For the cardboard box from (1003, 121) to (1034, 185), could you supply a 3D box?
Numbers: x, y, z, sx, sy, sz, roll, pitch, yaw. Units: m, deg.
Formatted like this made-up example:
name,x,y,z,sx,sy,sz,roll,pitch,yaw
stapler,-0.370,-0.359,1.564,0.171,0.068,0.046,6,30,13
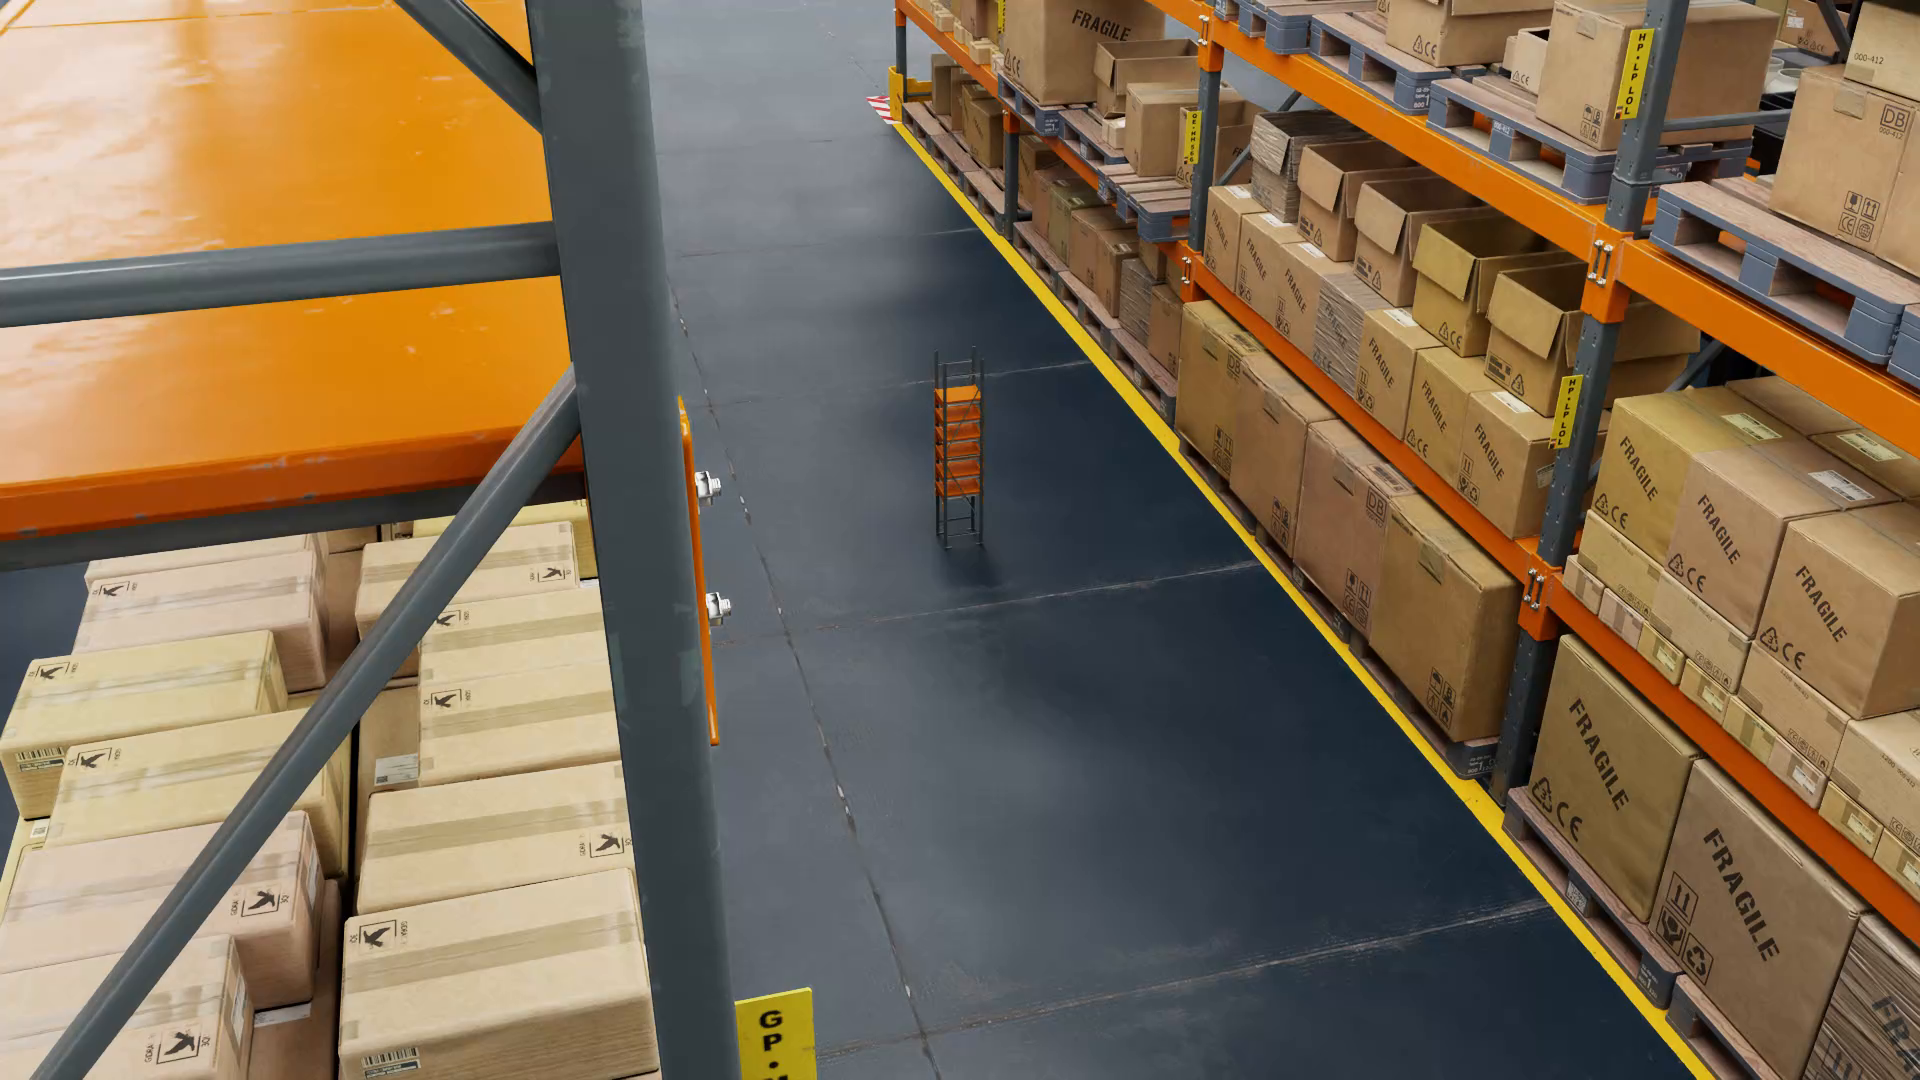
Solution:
name,x,y,z,sx,sy,sz,roll,pitch,yaw
cardboard box,0.655,-3.570,15.231,0.500,0.500,0.500,2,30,3

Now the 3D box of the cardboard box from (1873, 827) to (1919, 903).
name,x,y,z,sx,sy,sz,roll,pitch,yaw
cardboard box,3.249,1.042,5.438,0.380,0.149,0.250,-7,31,-12

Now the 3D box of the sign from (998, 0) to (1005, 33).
name,x,y,z,sx,sy,sz,roll,pitch,yaw
sign,0.361,-4.295,13.543,0.100,0.325,0.005,-8,31,-13

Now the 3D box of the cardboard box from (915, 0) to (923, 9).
name,x,y,z,sx,sy,sz,roll,pitch,yaw
cardboard box,-0.234,-5.404,16.574,0.380,0.149,0.250,-8,31,-13

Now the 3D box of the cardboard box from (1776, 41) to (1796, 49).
name,x,y,z,sx,sy,sz,roll,pitch,yaw
cardboard box,9.568,-5.464,18.752,0.500,0.250,0.500,-8,31,-13

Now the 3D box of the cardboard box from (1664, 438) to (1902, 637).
name,x,y,z,sx,sy,sz,roll,pitch,yaw
cardboard box,3.009,-0.017,6.120,0.500,0.500,0.500,-8,31,-13

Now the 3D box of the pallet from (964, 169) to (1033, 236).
name,x,y,z,sx,sy,sz,roll,pitch,yaw
pallet,0.669,-3.109,15.142,1.003,0.211,1.213,-8,31,-13

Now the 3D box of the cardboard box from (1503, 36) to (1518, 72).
name,x,y,z,sx,sy,sz,roll,pitch,yaw
cardboard box,2.755,-2.243,7.699,0.380,0.149,0.250,-9,31,-15

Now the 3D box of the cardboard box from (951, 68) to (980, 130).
name,x,y,z,sx,sy,sz,roll,pitch,yaw
cardboard box,0.161,-4.440,16.734,0.500,0.500,0.500,0,30,0

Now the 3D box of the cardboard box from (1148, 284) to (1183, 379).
name,x,y,z,sx,sy,sz,roll,pitch,yaw
cardboard box,1.746,-1.494,11.624,0.700,0.500,0.500,-9,31,-16

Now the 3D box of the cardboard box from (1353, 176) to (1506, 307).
name,x,y,z,sx,sy,sz,roll,pitch,yaw
cardboard box,2.477,-1.548,8.560,0.797,0.503,0.637,-7,31,-12

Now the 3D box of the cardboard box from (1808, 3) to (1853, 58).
name,x,y,z,sx,sy,sz,roll,pitch,yaw
cardboard box,9.696,-5.546,18.146,0.500,0.500,0.500,-8,31,-13

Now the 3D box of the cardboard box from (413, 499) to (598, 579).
name,x,y,z,sx,sy,sz,roll,pitch,yaw
cardboard box,-0.873,-0.033,3.302,0.380,0.149,0.250,-7,31,-12

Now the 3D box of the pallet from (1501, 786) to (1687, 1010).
name,x,y,z,sx,sy,sz,roll,pitch,yaw
pallet,3.132,1.452,7.261,1.003,0.211,1.213,-8,31,-13

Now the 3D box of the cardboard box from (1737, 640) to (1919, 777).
name,x,y,z,sx,sy,sz,roll,pitch,yaw
cardboard box,3.147,0.556,5.879,0.500,0.250,0.500,-7,31,-12

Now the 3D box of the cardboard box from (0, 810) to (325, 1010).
name,x,y,z,sx,sy,sz,roll,pitch,yaw
cardboard box,-1.105,0.537,2.317,0.380,0.149,0.250,-7,31,-13

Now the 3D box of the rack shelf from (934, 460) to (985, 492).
name,x,y,z,sx,sy,sz,roll,pitch,yaw
rack shelf,-0.004,-0.384,9.775,0.258,0.103,0.180,-8,31,-13

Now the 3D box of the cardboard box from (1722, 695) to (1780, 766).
name,x,y,z,sx,sy,sz,roll,pitch,yaw
cardboard box,3.043,0.668,6.084,0.380,0.149,0.250,-8,31,-14

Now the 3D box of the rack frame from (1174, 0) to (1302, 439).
name,x,y,z,sx,sy,sz,roll,pitch,yaw
rack frame,1.943,-2.064,10.553,1.000,3.000,0.127,-8,31,-13

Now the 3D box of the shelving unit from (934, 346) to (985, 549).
name,x,y,z,sx,sy,sz,roll,pitch,yaw
shelving unit,-0.004,-0.526,9.693,0.258,1.200,0.189,-8,31,-13

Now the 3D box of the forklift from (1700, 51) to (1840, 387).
name,x,y,z,sx,sy,sz,roll,pitch,yaw
forklift,4.679,-1.408,9.488,1.130,2.935,3.031,-8,31,-14

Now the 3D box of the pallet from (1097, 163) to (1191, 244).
name,x,y,z,sx,sy,sz,roll,pitch,yaw
pallet,1.652,-2.311,11.171,1.213,0.211,1.003,-8,31,-13

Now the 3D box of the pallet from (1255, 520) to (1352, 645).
name,x,y,z,sx,sy,sz,roll,pitch,yaw
pallet,2.400,0.122,9.560,1.003,0.211,1.213,-8,31,-13

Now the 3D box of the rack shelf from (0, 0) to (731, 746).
name,x,y,z,sx,sy,sz,roll,pitch,yaw
rack shelf,-1.273,-0.839,3.170,1.077,0.370,4.000,-8,31,-13

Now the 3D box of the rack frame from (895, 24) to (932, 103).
name,x,y,z,sx,sy,sz,roll,pitch,yaw
rack frame,-0.180,-5.928,17.229,1.000,3.000,0.127,-8,31,-13

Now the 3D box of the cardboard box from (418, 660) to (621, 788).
name,x,y,z,sx,sy,sz,roll,pitch,yaw
cardboard box,-0.660,0.335,2.666,0.380,0.149,0.250,-8,31,-13

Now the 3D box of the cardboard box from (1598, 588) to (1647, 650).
name,x,y,z,sx,sy,sz,roll,pitch,yaw
cardboard box,2.833,0.290,6.736,0.380,0.149,0.250,-9,31,-15

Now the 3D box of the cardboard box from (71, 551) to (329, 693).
name,x,y,z,sx,sy,sz,roll,pitch,yaw
cardboard box,-1.337,0.167,2.957,0.380,0.149,0.250,-9,31,-14

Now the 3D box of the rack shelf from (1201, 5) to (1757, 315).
name,x,y,z,sx,sy,sz,roll,pitch,yaw
rack shelf,2.474,-2.085,8.313,1.077,0.370,4.000,-8,31,-13

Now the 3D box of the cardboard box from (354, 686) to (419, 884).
name,x,y,z,sx,sy,sz,roll,pitch,yaw
cardboard box,-0.747,0.462,2.845,0.500,0.250,0.500,-8,31,-14

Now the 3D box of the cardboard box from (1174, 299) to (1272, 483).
name,x,y,z,sx,sy,sz,roll,pitch,yaw
cardboard box,2.107,-0.990,10.400,1.225,0.875,0.875,-9,31,-16

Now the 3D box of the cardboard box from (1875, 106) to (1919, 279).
name,x,y,z,sx,sy,sz,roll,pitch,yaw
cardboard box,3.409,-1.069,5.220,0.700,0.500,0.500,-6,31,-11

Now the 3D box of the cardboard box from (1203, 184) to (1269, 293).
name,x,y,z,sx,sy,sz,roll,pitch,yaw
cardboard box,1.810,-1.837,10.060,0.500,0.500,0.500,-7,31,-12

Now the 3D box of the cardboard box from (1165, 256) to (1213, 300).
name,x,y,z,sx,sy,sz,roll,pitch,yaw
cardboard box,1.737,-1.817,11.433,0.500,0.250,0.500,-7,31,-11

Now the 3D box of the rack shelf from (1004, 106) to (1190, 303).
name,x,y,z,sx,sy,sz,roll,pitch,yaw
rack shelf,1.413,-2.719,12.402,1.077,0.370,4.000,-8,31,-13

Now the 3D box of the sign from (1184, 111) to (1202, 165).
name,x,y,z,sx,sy,sz,roll,pitch,yaw
sign,1.423,-2.454,10.150,0.100,0.325,0.005,-8,31,-13

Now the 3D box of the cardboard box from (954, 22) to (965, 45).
name,x,y,z,sx,sy,sz,roll,pitch,yaw
cardboard box,0.157,-4.679,15.321,0.380,0.149,0.250,-8,31,-13

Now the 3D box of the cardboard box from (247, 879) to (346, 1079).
name,x,y,z,sx,sy,sz,roll,pitch,yaw
cardboard box,-1.110,0.772,2.309,0.500,0.250,0.500,-9,31,-15

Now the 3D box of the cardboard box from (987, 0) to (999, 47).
name,x,y,z,sx,sy,sz,roll,pitch,yaw
cardboard box,0.723,-4.640,14.606,0.875,0.500,0.500,-8,31,-13

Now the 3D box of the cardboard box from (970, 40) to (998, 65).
name,x,y,z,sx,sy,sz,roll,pitch,yaw
cardboard box,0.302,-4.309,14.682,0.380,0.149,0.250,-8,31,-13

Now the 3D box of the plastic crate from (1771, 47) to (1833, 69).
name,x,y,z,sx,sy,sz,roll,pitch,yaw
plastic crate,6.585,-3.572,13.094,0.402,0.464,0.583,-8,31,-13

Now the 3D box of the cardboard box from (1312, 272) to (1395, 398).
name,x,y,z,sx,sy,sz,roll,pitch,yaw
cardboard box,2.219,-1.099,8.786,0.500,0.500,0.500,-8,31,-13

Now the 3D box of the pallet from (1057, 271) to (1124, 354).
name,x,y,z,sx,sy,sz,roll,pitch,yaw
pallet,1.417,-1.823,12.920,1.003,0.211,1.213,-8,31,-13

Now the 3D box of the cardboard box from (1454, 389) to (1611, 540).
name,x,y,z,sx,sy,sz,roll,pitch,yaw
cardboard box,2.618,-0.365,7.518,0.500,0.500,0.500,-8,31,-13

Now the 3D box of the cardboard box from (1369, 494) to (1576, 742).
name,x,y,z,sx,sy,sz,roll,pitch,yaw
cardboard box,2.816,0.299,8.172,1.225,0.875,0.875,-8,31,-13

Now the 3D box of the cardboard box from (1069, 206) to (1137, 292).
name,x,y,z,sx,sy,sz,roll,pitch,yaw
cardboard box,1.281,-2.302,13.021,0.700,0.500,0.500,-11,32,-18

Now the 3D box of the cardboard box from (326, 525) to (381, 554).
name,x,y,z,sx,sy,sz,roll,pitch,yaw
cardboard box,-1.503,0.032,3.588,0.500,0.250,0.500,-9,31,-15

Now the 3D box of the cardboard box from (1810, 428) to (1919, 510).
name,x,y,z,sx,sy,sz,roll,pitch,yaw
cardboard box,3.514,-0.092,6.249,0.500,0.500,0.500,-8,31,-13

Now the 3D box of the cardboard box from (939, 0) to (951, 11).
name,x,y,z,sx,sy,sz,roll,pitch,yaw
cardboard box,0.279,-5.358,15.847,0.875,0.500,0.500,-8,31,-13

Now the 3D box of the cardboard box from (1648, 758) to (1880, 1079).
name,x,y,z,sx,sy,sz,roll,pitch,yaw
cardboard box,3.342,1.370,6.322,0.875,0.875,0.875,-8,31,-13

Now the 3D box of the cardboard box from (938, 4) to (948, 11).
name,x,y,z,sx,sy,sz,roll,pitch,yaw
cardboard box,0.004,-5.047,15.957,0.380,0.149,0.250,-8,31,-13

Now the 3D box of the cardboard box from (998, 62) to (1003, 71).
name,x,y,z,sx,sy,sz,roll,pitch,yaw
cardboard box,0.541,-3.952,14.066,0.380,0.149,0.250,-8,31,-13

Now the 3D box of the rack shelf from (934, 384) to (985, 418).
name,x,y,z,sx,sy,sz,roll,pitch,yaw
rack shelf,-0.004,-0.799,9.535,0.258,0.103,0.180,-8,31,-13

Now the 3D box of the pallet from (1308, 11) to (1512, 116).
name,x,y,z,sx,sy,sz,roll,pitch,yaw
pallet,2.465,-2.437,8.391,1.003,0.211,1.213,-6,31,-11

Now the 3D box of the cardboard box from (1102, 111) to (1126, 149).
name,x,y,z,sx,sy,sz,roll,pitch,yaw
cardboard box,1.241,-2.957,11.811,0.396,0.266,0.258,-9,31,-15
